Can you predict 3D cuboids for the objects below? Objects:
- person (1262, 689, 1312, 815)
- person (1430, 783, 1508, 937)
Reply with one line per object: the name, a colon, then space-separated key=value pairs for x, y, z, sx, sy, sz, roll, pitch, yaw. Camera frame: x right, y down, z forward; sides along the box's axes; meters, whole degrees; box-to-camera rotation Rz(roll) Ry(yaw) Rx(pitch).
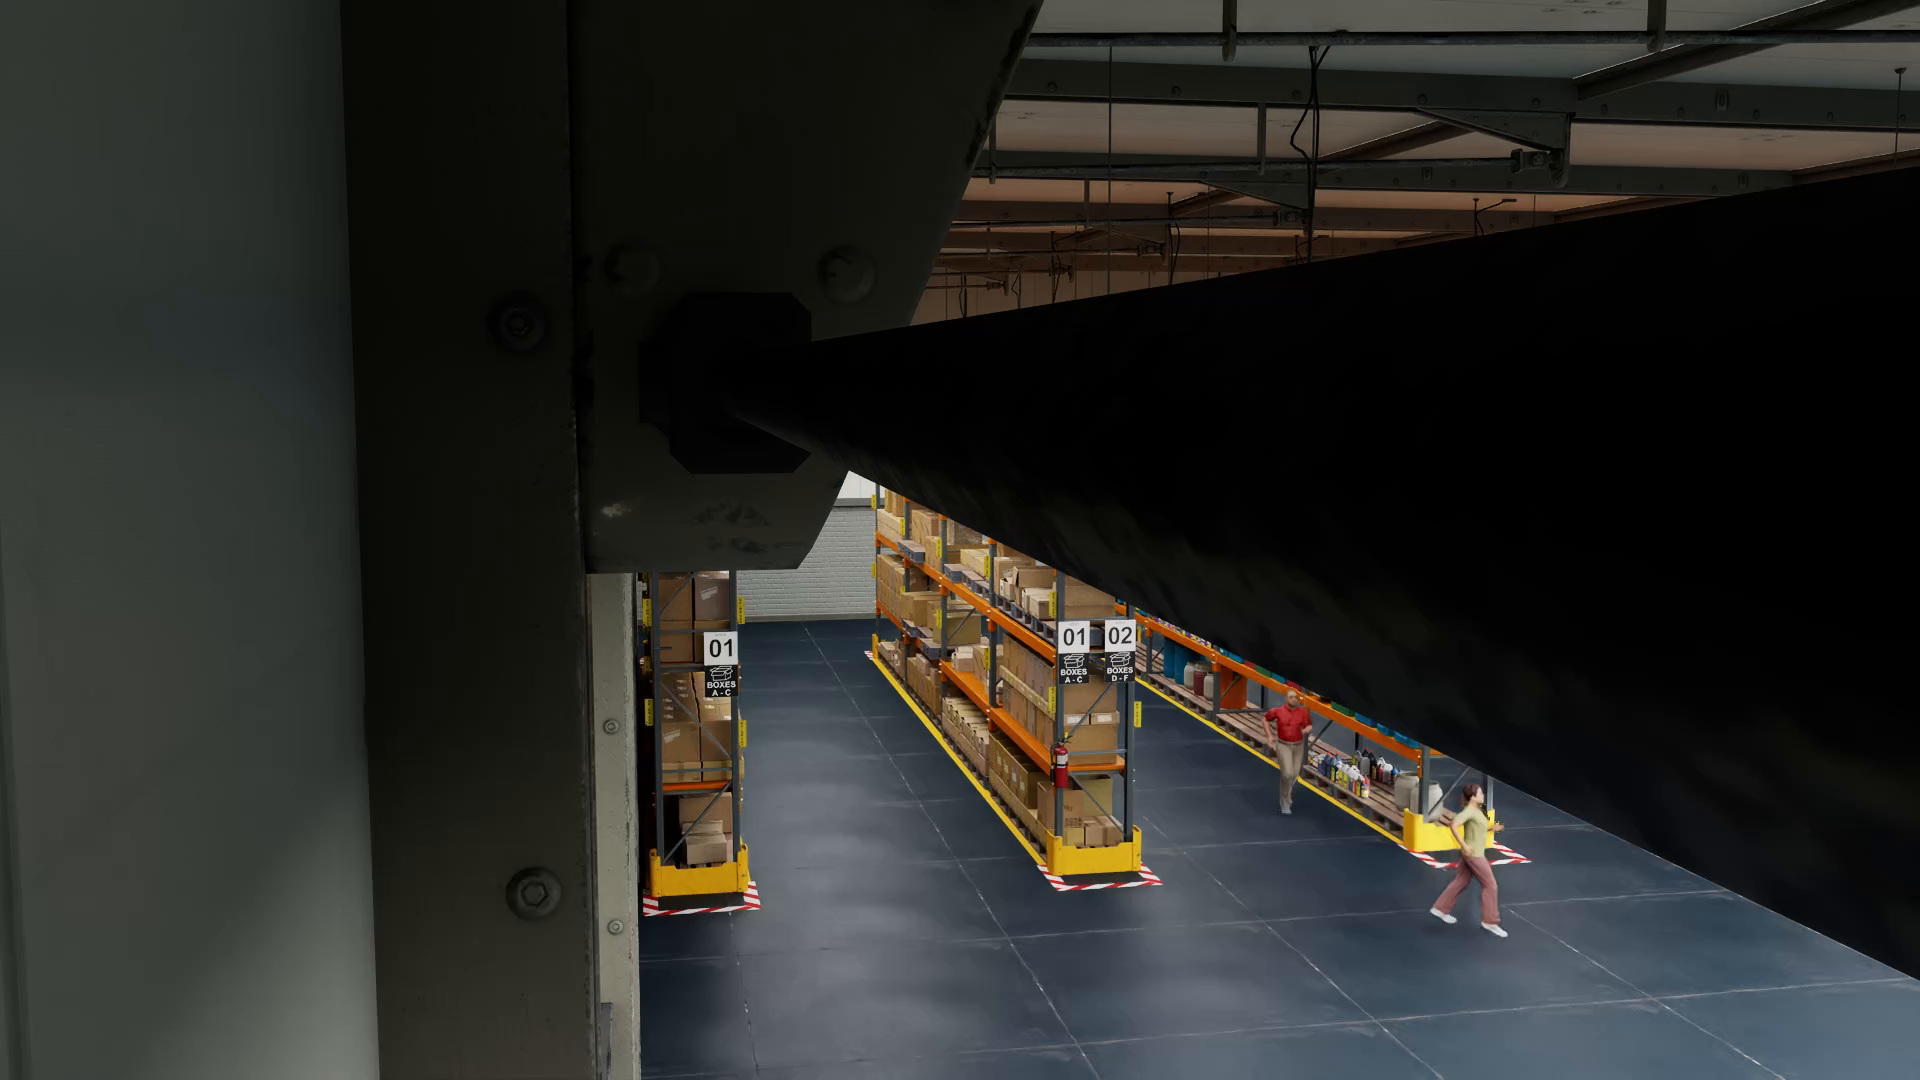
person: x=4.733 y=3.037 z=23.879 sx=0.635 sy=1.802 sz=0.779 roll=-1 pitch=6 yaw=-14
person: x=5.740 y=3.570 z=18.693 sx=0.838 sy=1.714 sz=0.555 roll=1 pitch=6 yaw=12
